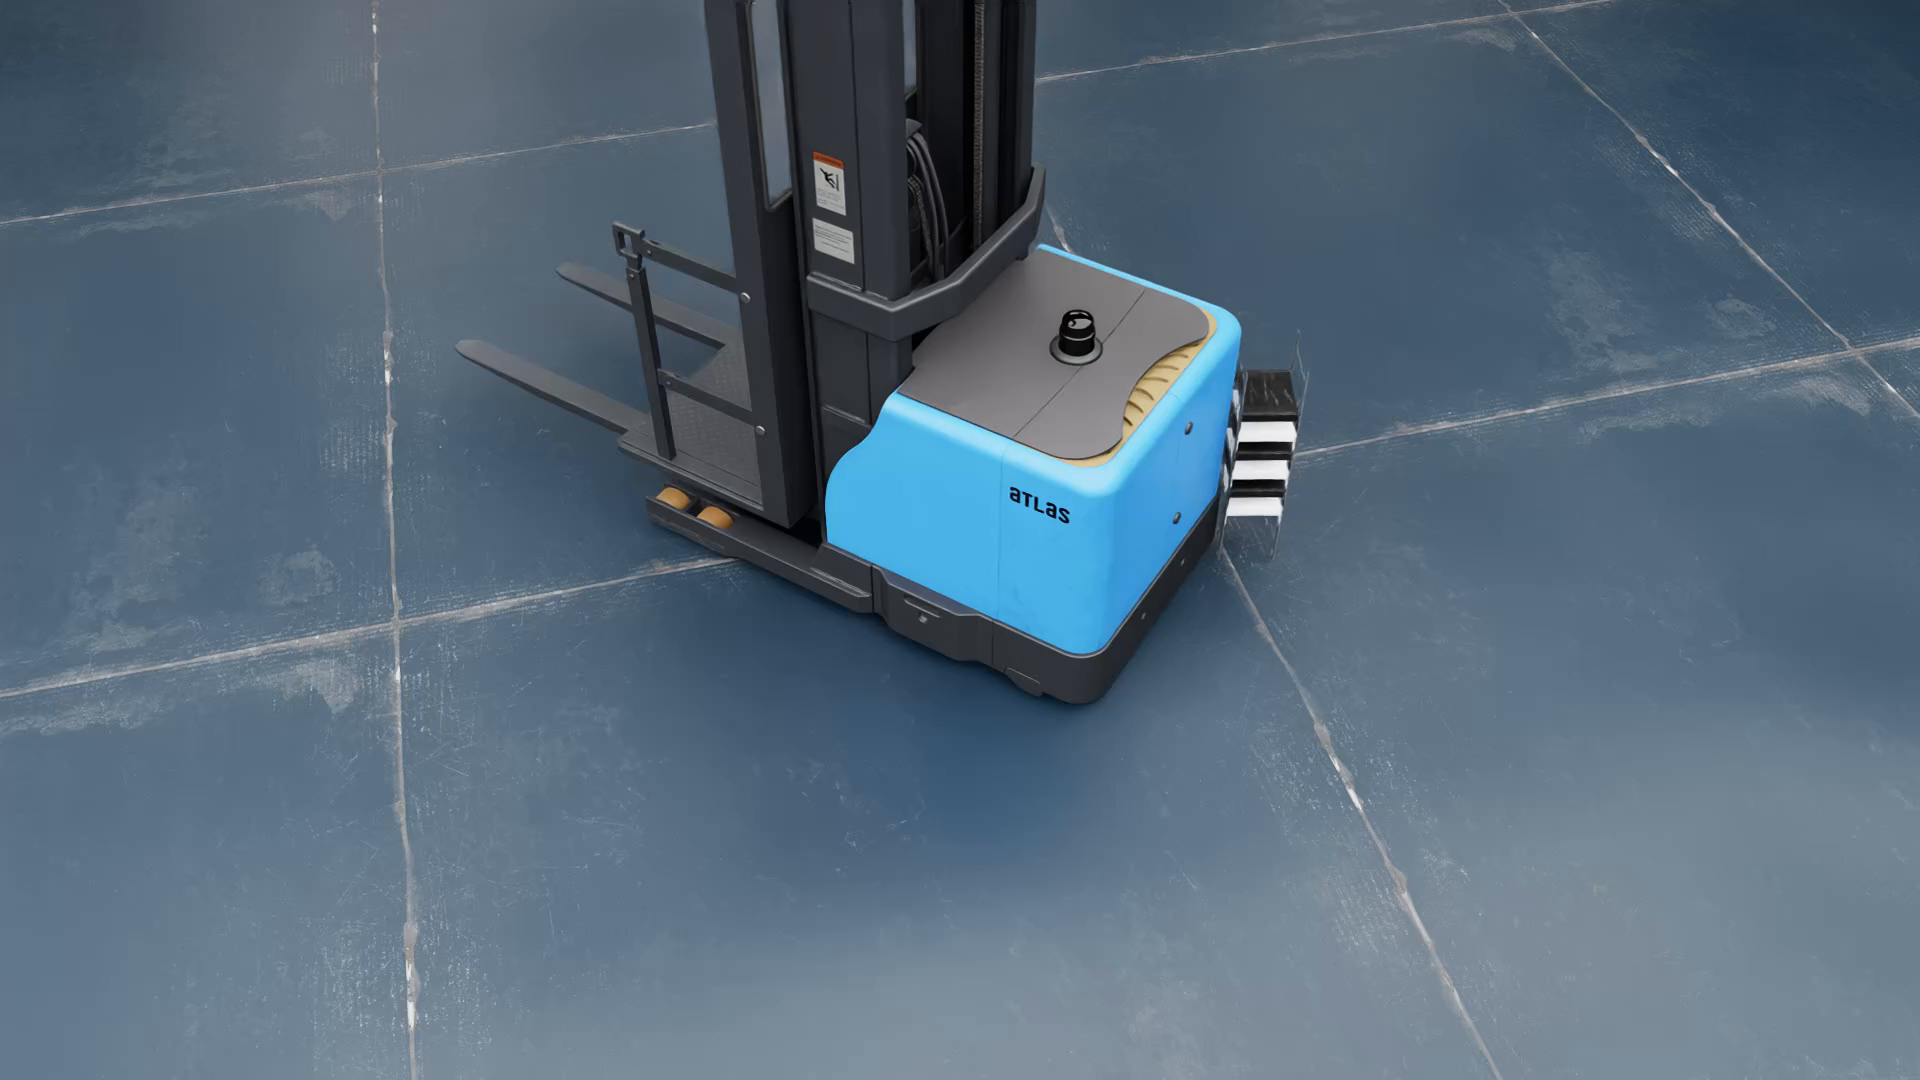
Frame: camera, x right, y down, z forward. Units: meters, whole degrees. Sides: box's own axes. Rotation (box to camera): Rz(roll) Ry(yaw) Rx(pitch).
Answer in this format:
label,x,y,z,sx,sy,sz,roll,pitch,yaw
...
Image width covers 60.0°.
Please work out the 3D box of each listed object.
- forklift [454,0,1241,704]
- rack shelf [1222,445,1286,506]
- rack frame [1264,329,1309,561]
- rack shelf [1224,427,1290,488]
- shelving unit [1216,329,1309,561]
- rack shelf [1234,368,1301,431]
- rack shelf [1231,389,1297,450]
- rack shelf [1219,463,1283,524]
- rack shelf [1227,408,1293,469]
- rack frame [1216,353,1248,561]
label,x,y,z,sx,sy,sz,roll,pitch,yaw
forklift,-0.578,-1.282,5.454,3.031,2.935,1.130,24,50,22
rack shelf,1.060,-0.237,6.025,0.200,0.077,0.258,0,46,0
rack frame,1.161,-0.324,5.936,0.006,0.900,0.240,0,46,0
rack shelf,1.059,-0.300,5.960,0.200,0.077,0.258,0,46,0
shelving unit,1.059,-0.324,5.937,0.210,0.900,0.258,0,46,0
rack shelf,1.058,-0.489,5.767,0.200,0.077,0.258,0,46,0
rack shelf,1.059,-0.426,5.832,0.200,0.077,0.258,0,46,0
rack shelf,1.060,-0.174,6.089,0.200,0.077,0.258,0,46,0
rack shelf,1.059,-0.363,5.896,0.200,0.077,0.258,0,46,0
rack frame,0.958,-0.323,5.937,0.006,0.900,0.240,0,46,0
